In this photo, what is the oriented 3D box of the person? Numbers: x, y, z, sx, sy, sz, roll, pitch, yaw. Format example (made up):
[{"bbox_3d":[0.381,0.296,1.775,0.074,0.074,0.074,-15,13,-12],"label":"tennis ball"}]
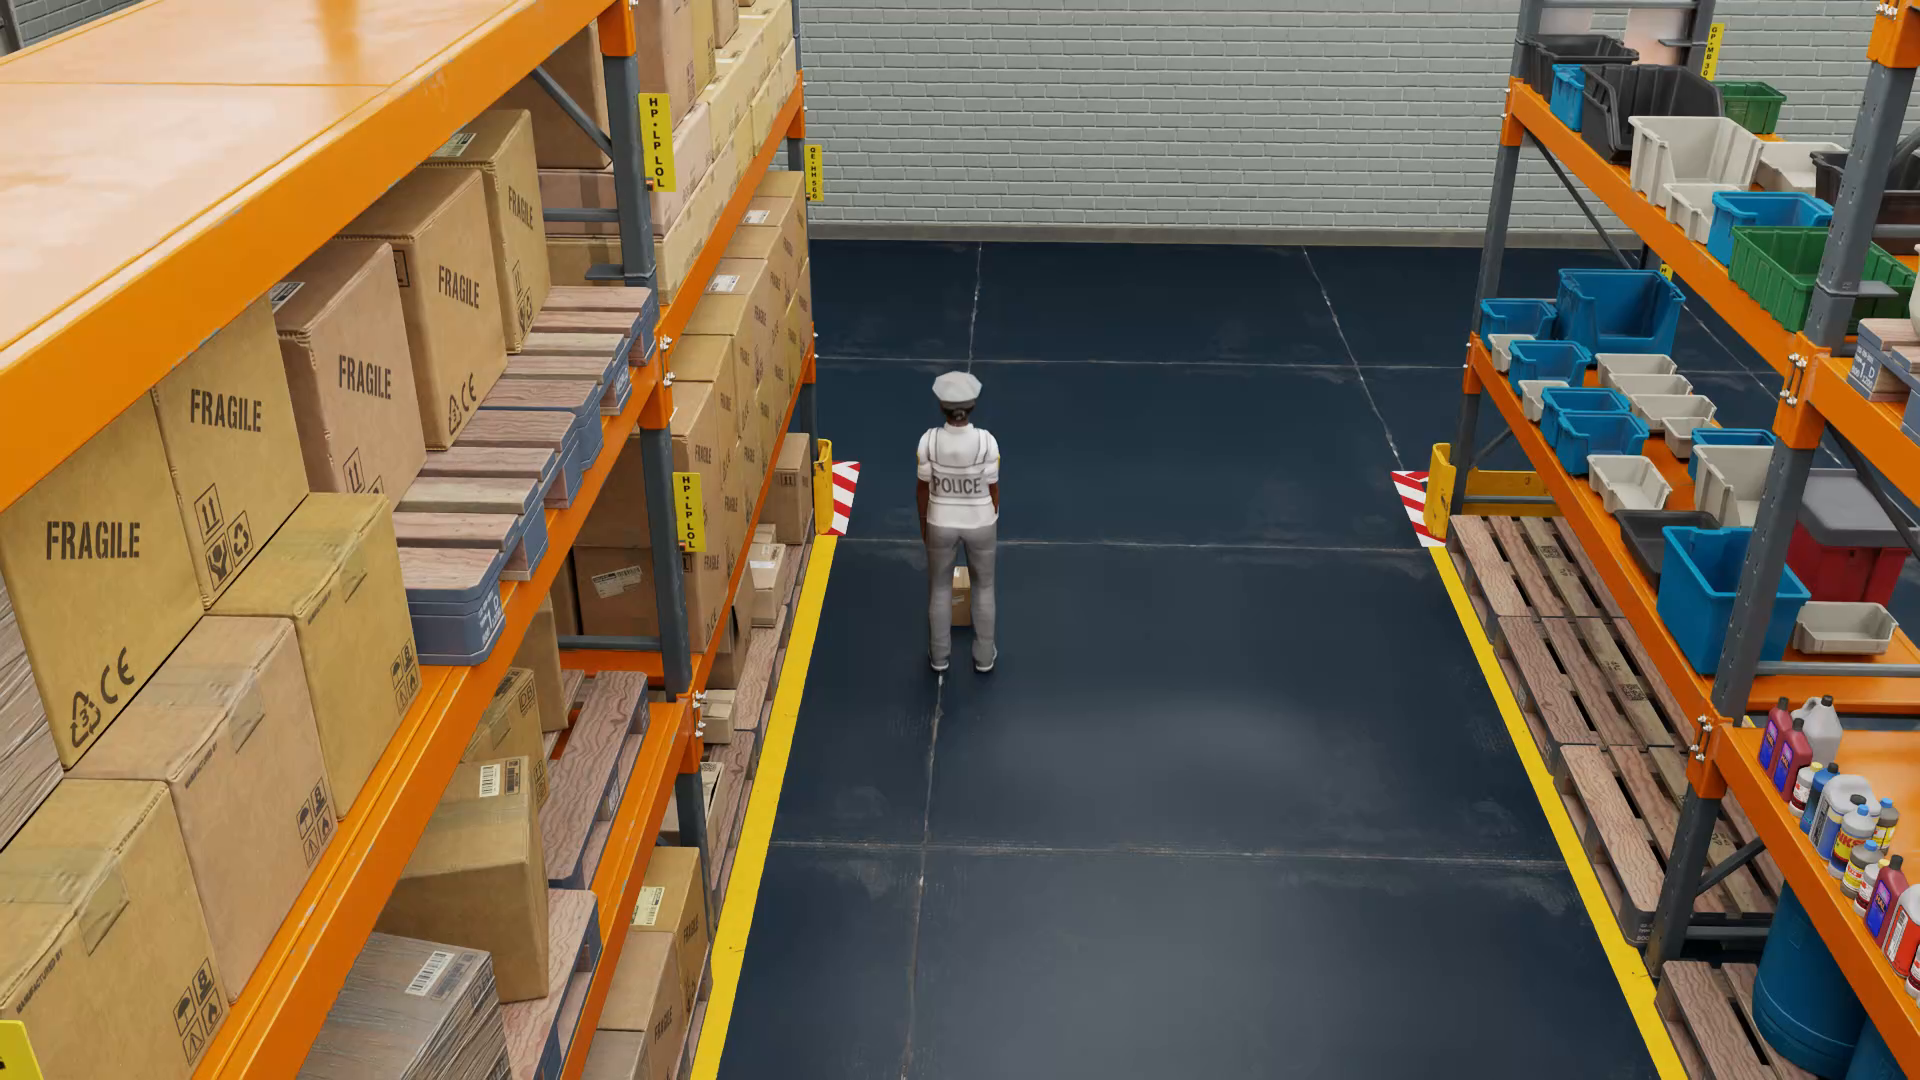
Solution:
[{"bbox_3d":[-0.011,-0.080,8.770,0.437,1.668,0.341,2,28,3],"label":"person"}]
